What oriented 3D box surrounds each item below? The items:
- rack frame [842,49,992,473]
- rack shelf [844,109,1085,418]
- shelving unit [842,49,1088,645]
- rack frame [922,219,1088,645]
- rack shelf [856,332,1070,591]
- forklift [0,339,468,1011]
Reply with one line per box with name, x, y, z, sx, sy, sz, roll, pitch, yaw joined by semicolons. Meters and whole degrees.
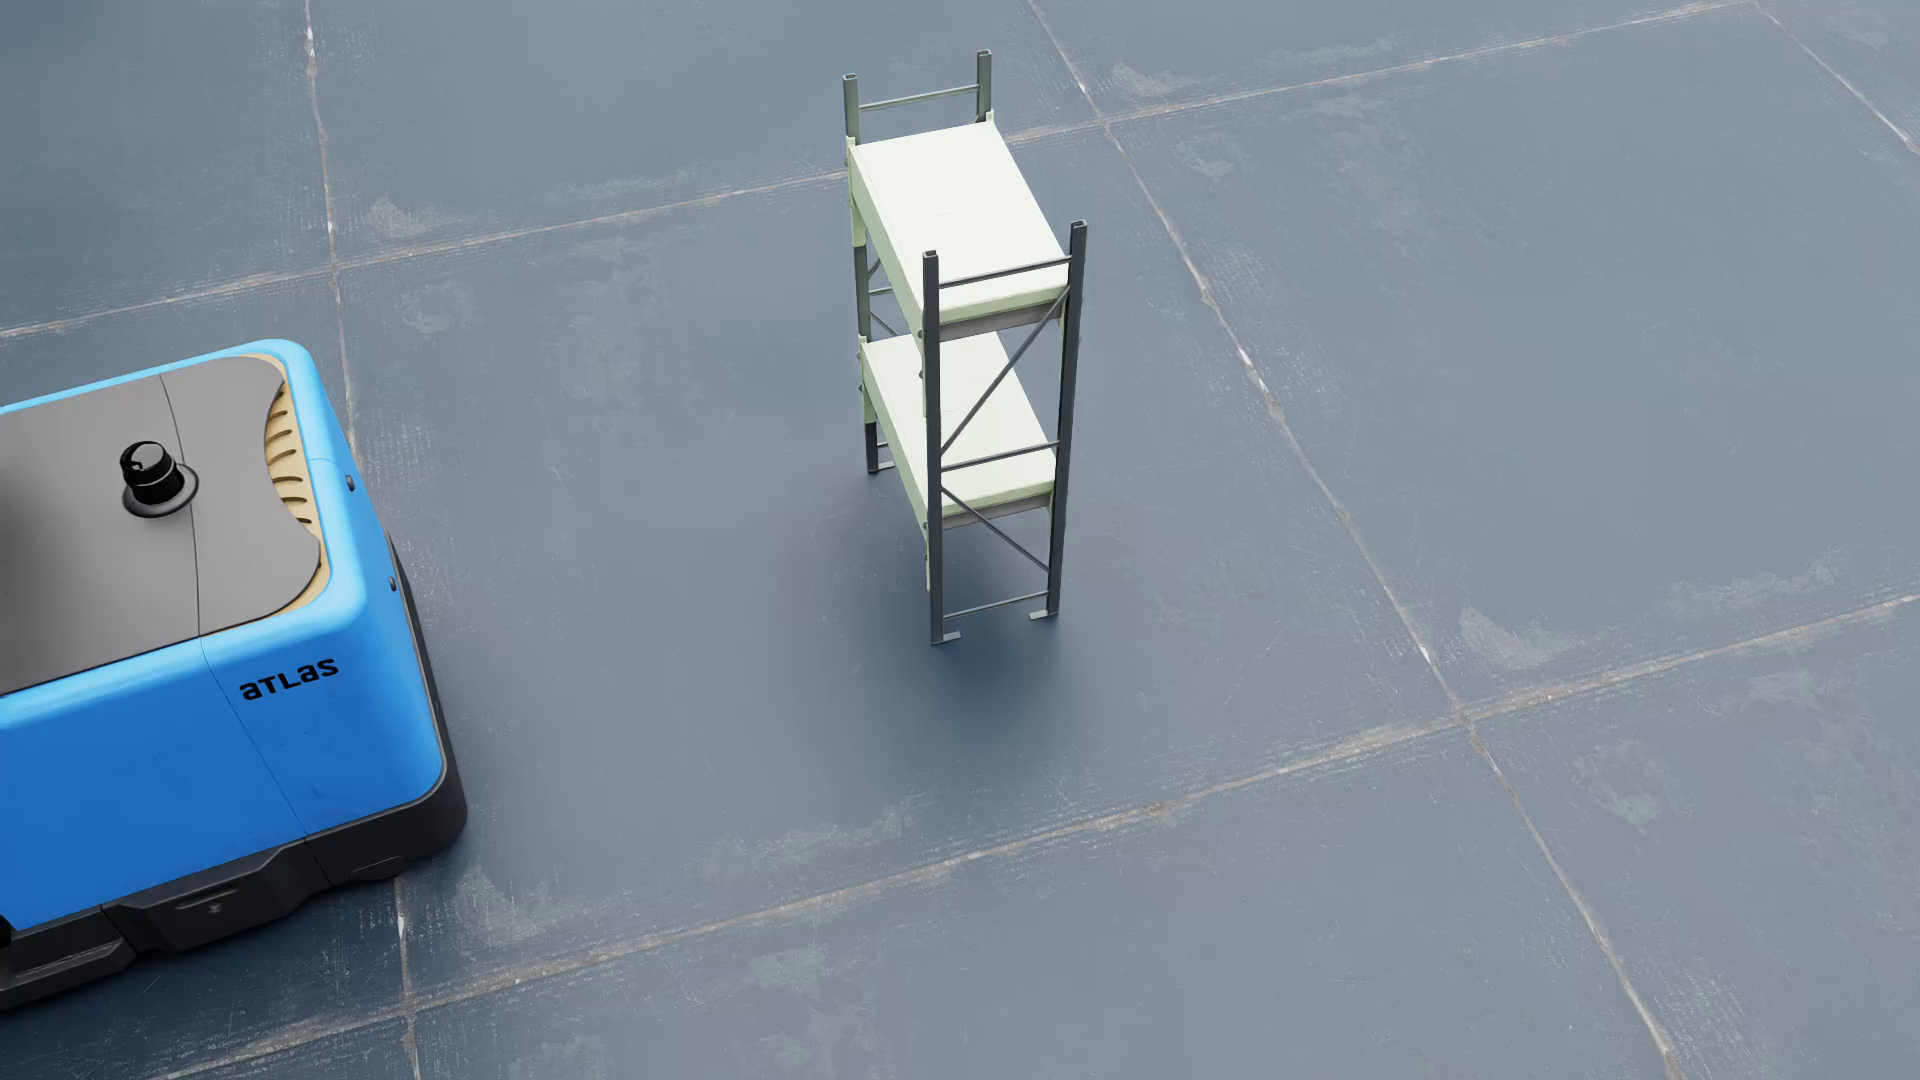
rack frame;-0.110;-0.756;4.906;0.400;1.500;0.023;-13;51;-11
rack shelf;-0.002;-0.740;4.382;0.431;0.370;0.720;-13;51;-11
shelving unit;-0.002;-0.488;4.681;0.431;1.500;0.755;-13;51;-11
rack frame;0.106;-0.221;4.455;0.400;1.500;0.023;-13;51;-11
rack shelf;-0.002;-0.278;4.930;0.431;0.370;0.720;-13;51;-11
forklift;-2.905;-0.020;3.350;3.031;2.935;1.130;-18;52;-14
